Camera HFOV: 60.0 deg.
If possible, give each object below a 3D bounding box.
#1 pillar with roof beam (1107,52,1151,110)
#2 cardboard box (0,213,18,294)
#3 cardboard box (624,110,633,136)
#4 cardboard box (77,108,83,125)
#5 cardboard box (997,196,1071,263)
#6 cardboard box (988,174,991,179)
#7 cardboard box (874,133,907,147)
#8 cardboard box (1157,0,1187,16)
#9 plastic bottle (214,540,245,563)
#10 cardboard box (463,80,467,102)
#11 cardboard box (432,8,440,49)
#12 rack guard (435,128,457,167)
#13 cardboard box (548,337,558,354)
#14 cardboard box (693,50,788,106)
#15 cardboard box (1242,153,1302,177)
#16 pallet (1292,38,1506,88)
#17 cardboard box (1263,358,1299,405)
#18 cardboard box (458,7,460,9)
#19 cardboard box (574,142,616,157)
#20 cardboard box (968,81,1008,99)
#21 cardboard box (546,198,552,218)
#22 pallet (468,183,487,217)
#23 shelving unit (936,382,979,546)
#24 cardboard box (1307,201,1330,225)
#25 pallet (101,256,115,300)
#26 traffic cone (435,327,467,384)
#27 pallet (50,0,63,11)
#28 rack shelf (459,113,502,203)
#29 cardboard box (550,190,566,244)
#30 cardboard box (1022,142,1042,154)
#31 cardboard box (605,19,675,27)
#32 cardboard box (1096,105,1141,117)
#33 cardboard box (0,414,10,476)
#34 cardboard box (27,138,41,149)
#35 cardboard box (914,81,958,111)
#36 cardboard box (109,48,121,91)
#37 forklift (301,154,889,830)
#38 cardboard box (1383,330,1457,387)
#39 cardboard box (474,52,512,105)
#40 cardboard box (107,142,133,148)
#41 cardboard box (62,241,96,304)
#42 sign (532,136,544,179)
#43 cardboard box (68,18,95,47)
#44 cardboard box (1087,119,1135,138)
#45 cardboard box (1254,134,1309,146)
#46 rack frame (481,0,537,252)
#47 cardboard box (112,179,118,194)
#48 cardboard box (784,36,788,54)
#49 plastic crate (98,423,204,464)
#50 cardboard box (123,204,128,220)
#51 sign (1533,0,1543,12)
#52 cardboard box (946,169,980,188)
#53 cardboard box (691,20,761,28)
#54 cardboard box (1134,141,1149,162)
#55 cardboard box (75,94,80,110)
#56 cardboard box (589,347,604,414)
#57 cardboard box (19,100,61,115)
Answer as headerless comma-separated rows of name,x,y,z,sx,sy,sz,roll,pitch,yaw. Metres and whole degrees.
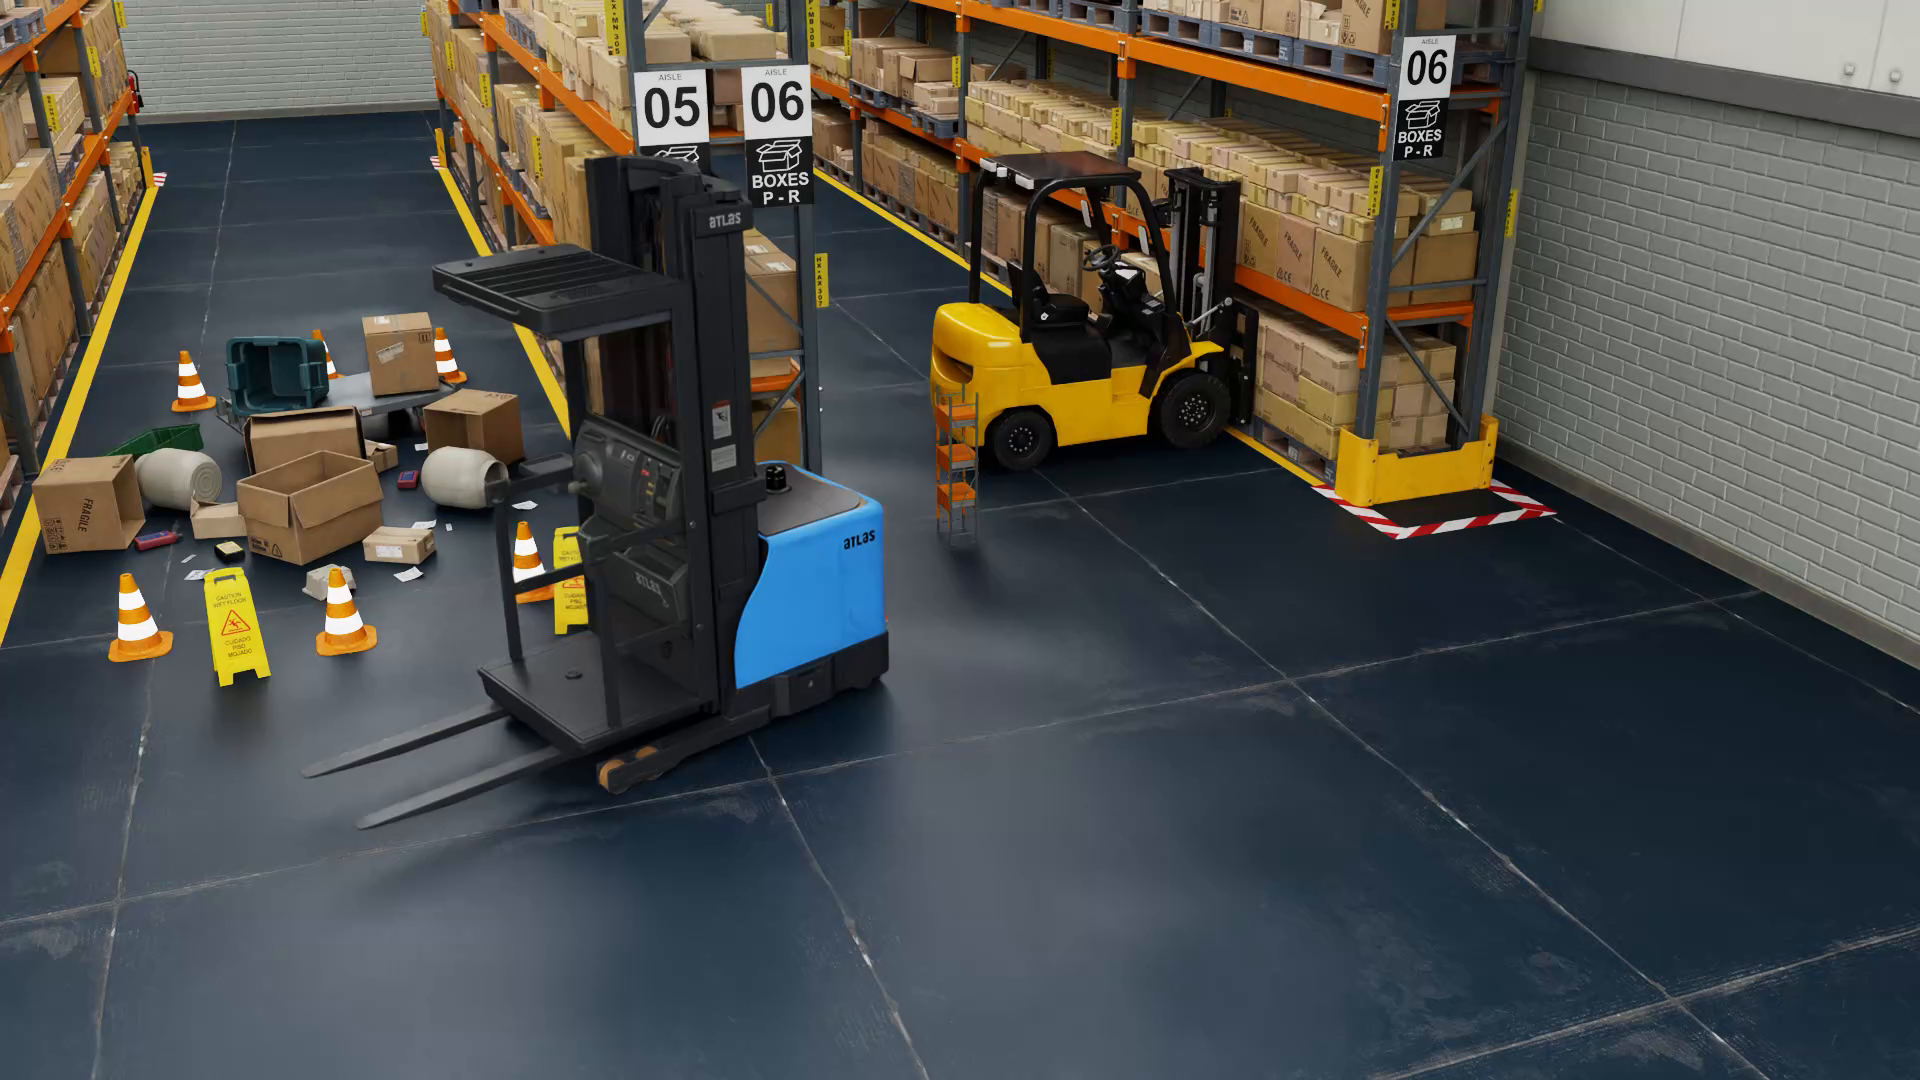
pillar with roof beam,-2.254,-6.493,15.069,9.100,9.000,0.400,-8,24,-19
cardboard box,-7.289,-2.092,12.222,0.500,0.500,0.500,-8,24,-18
cardboard box,-1.735,-2.438,9.633,0.380,0.149,0.250,-8,24,-19
cardboard box,-9.763,-4.591,18.062,0.380,0.149,0.250,-8,24,-19
cardboard box,0.915,-3.304,17.743,0.875,0.625,0.625,-8,24,-17
cardboard box,0.508,-4.342,19.533,0.380,0.149,0.250,-8,24,-17
cardboard box,-0.896,-5.206,21.583,0.380,0.149,0.250,-9,24,-20
cardboard box,1.948,-4.461,13.555,0.500,0.311,0.500,-8,24,-18
plastic bottle,-4.849,0.068,11.010,0.133,0.061,0.283,-18,29,-37
cardboard box,-5.484,-5.217,19.316,0.500,0.250,0.500,-8,24,-18
cardboard box,-6.718,-6.814,22.139,0.500,0.500,0.500,-9,24,-19
rack guard,-7.008,-5.750,24.250,1.175,0.500,0.348,-8,24,-19
cardboard box,-3.205,-1.967,14.897,0.950,0.372,0.625,-7,24,-16
cardboard box,-1.275,-2.749,9.859,0.500,0.250,0.500,-9,24,-20
cardboard box,2.424,-2.902,12.927,0.380,0.149,0.250,-8,24,-18
pallet,3.070,-3.364,11.622,1.003,0.211,1.213,-8,24,-19
cardboard box,2.664,-1.237,12.678,0.500,0.250,0.500,-9,24,-20
cardboard box,-6.063,-6.517,20.598,0.380,0.149,0.250,-8,24,-19
cardboard box,-2.226,-2.436,11.368,0.700,0.500,0.500,-9,24,-19
cardboard box,0.306,-4.858,17.950,0.380,0.149,0.250,-8,24,-17
cardboard box,-3.200,-2.760,13.719,0.380,0.149,0.250,-8,24,-18
pallet,-5.782,-4.442,21.518,1.003,0.211,1.213,-8,24,-19
shelving unit,-0.019,-0.503,11.092,0.215,1.050,0.252,-8,24,-19
cardboard box,2.758,-2.386,12.086,0.380,0.149,0.250,-8,24,-18
pallet,-9.470,-2.713,17.414,1.003,0.211,1.213,-8,24,-19
traffic cone,-4.508,-1.623,14.504,0.336,0.463,0.334,-8,24,-19
pallet,-9.694,-5.405,16.591,1.213,0.211,1.003,-8,24,-19
rack shelf,-4.880,-4.382,18.711,1.077,0.370,4.000,-8,24,-19
cardboard box,-2.865,-2.518,12.851,0.500,0.500,0.500,-8,24,-19
cardboard box,0.941,-3.847,16.708,0.500,0.250,0.500,-8,24,-17
cardboard box,-1.947,-3.085,10.141,0.380,0.149,0.250,-8,24,-19
cardboard box,1.558,-4.188,16.361,0.380,0.149,0.250,-9,24,-19
cardboard box,-7.198,-0.794,11.466,0.875,0.875,0.875,-8,24,-18
cardboard box,-8.751,-3.689,15.540,0.380,0.149,0.250,-7,24,-17
cardboard box,-0.206,-5.132,19.218,0.500,0.250,0.500,-10,25,-21
cardboard box,-10.830,-5.862,20.785,0.500,0.500,0.500,-8,24,-19
forklift,-1.831,-0.319,8.234,3.031,2.935,1.130,-19,30,-38
cardboard box,3.303,-1.350,12.303,0.500,0.250,0.500,-9,24,-20
cardboard box,-4.789,-4.831,17.433,0.500,0.500,0.500,-8,24,-18
cardboard box,-11.170,-5.174,22.028,0.380,0.149,0.250,-8,24,-18
cardboard box,-8.780,-2.605,16.245,0.500,0.500,0.500,-9,25,-21
sign,-3.278,-2.989,12.990,0.100,0.325,0.005,-8,24,-19
cardboard box,-10.310,-5.752,19.235,0.500,0.500,0.500,-9,25,-21
cardboard box,1.409,-3.842,15.539,0.380,0.149,0.250,-8,24,-19
cardboard box,2.654,-3.253,13.758,0.380,0.149,0.250,-9,24,-20
rack frame,-4.173,-3.987,16.847,1.000,3.000,0.127,-8,24,-19
cardboard box,-10.151,-4.140,19.574,0.380,0.149,0.250,-7,24,-16
cardboard box,-2.270,-7.259,24.420,0.500,0.250,0.500,-8,24,-18
plastic crate,-6.068,-0.665,12.512,0.450,0.188,0.662,-6,21,12
cardboard box,-10.103,-3.877,19.717,0.380,0.149,0.250,-8,24,-17
sign,3.817,-3.658,10.977,0.100,0.325,0.005,-8,24,-19
cardboard box,0.058,-4.154,19.087,0.380,0.149,0.250,-10,25,-22
cardboard box,-1.416,-3.060,10.082,0.380,0.149,0.250,-8,24,-19
cardboard box,1.749,-3.409,14.512,0.380,0.149,0.250,-9,24,-20
cardboard box,-9.762,-4.726,18.001,0.380,0.149,0.250,-8,24,-19
cardboard box,-2.422,-1.172,12.204,0.500,0.500,0.500,-7,24,-16
cardboard box,-9.216,-4.295,16.594,0.380,0.149,0.250,-8,24,-17
